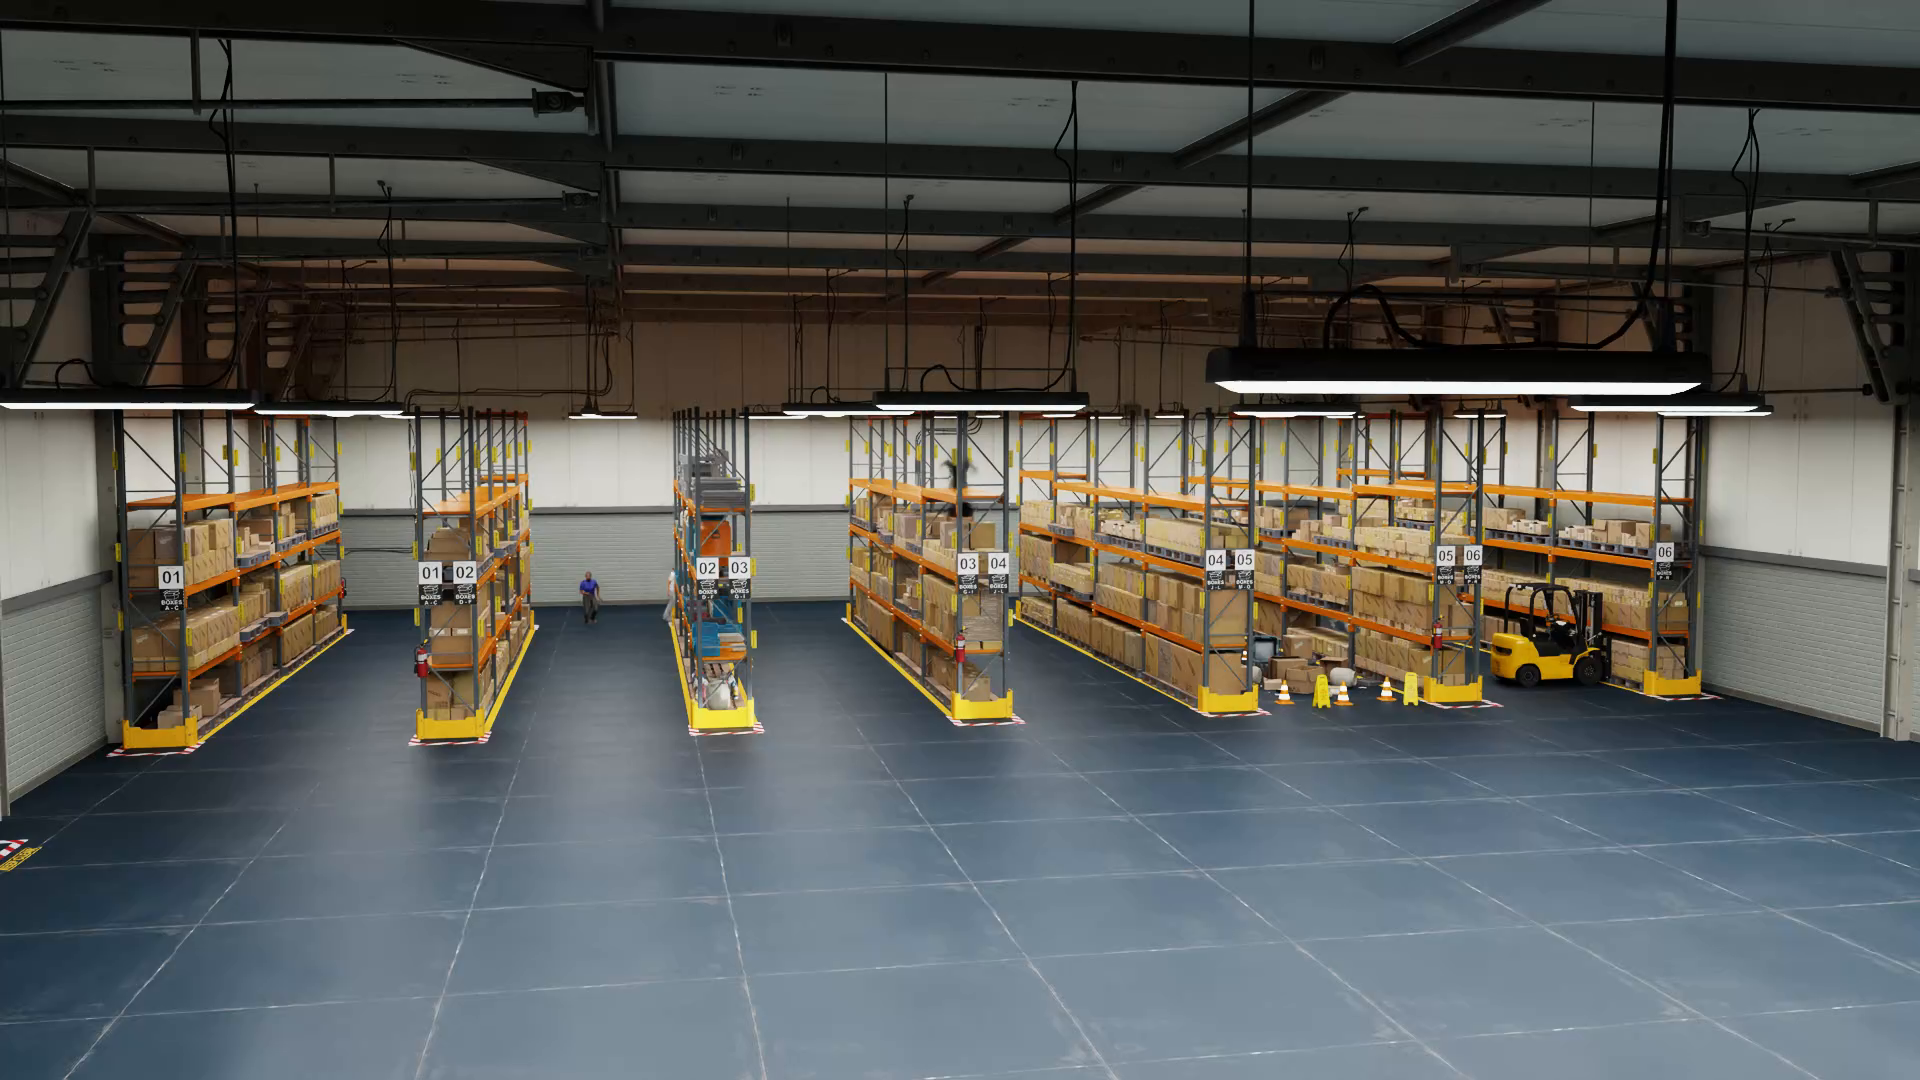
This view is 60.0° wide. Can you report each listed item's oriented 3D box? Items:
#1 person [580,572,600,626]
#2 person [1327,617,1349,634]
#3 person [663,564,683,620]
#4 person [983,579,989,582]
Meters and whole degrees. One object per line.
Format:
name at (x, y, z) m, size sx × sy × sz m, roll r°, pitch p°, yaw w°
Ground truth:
person at (-10.319, 1.650, 46.381) m, size 0.587 × 1.551 × 0.842 m, roll -1°, pitch 4°, yaw -19°
person at (10.161, 1.678, 44.867) m, size 0.699 × 1.723 × 0.975 m, roll -2°, pitch 4°, yaw -24°
person at (-8.222, 1.501, 47.811) m, size 0.715 × 1.635 × 0.604 m, roll 0°, pitch 4°, yaw 4°
person at (0.707, 1.667, 45.353) m, size 0.544 × 1.713 × 0.803 m, roll 0°, pitch 4°, yaw -6°
